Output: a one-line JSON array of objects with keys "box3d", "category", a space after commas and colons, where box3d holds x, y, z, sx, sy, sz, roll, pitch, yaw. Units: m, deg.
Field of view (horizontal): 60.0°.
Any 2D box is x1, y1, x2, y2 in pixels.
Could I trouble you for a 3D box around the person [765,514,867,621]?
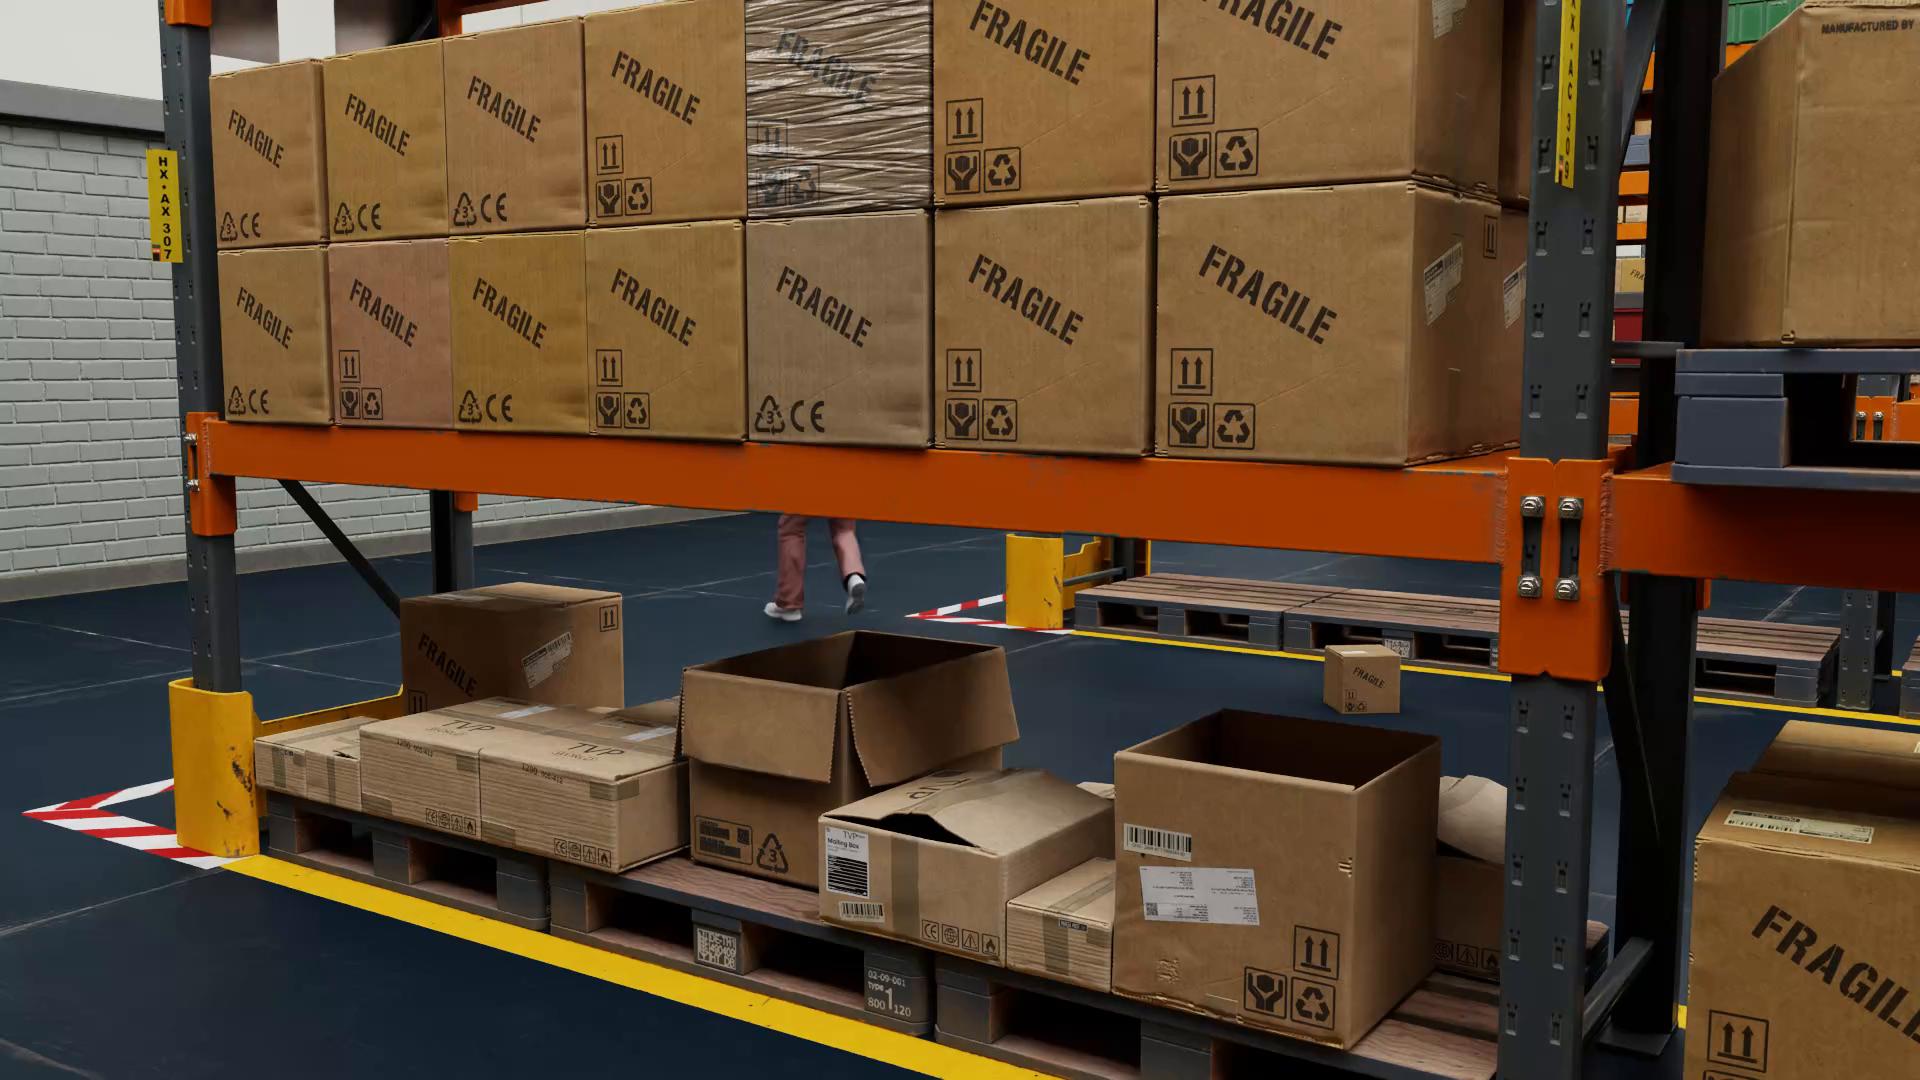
[{"box3d": [-0.745, -0.332, 9.144, 0.477, 1.588, 0.808, -3, 7, -26], "category": "person"}]
